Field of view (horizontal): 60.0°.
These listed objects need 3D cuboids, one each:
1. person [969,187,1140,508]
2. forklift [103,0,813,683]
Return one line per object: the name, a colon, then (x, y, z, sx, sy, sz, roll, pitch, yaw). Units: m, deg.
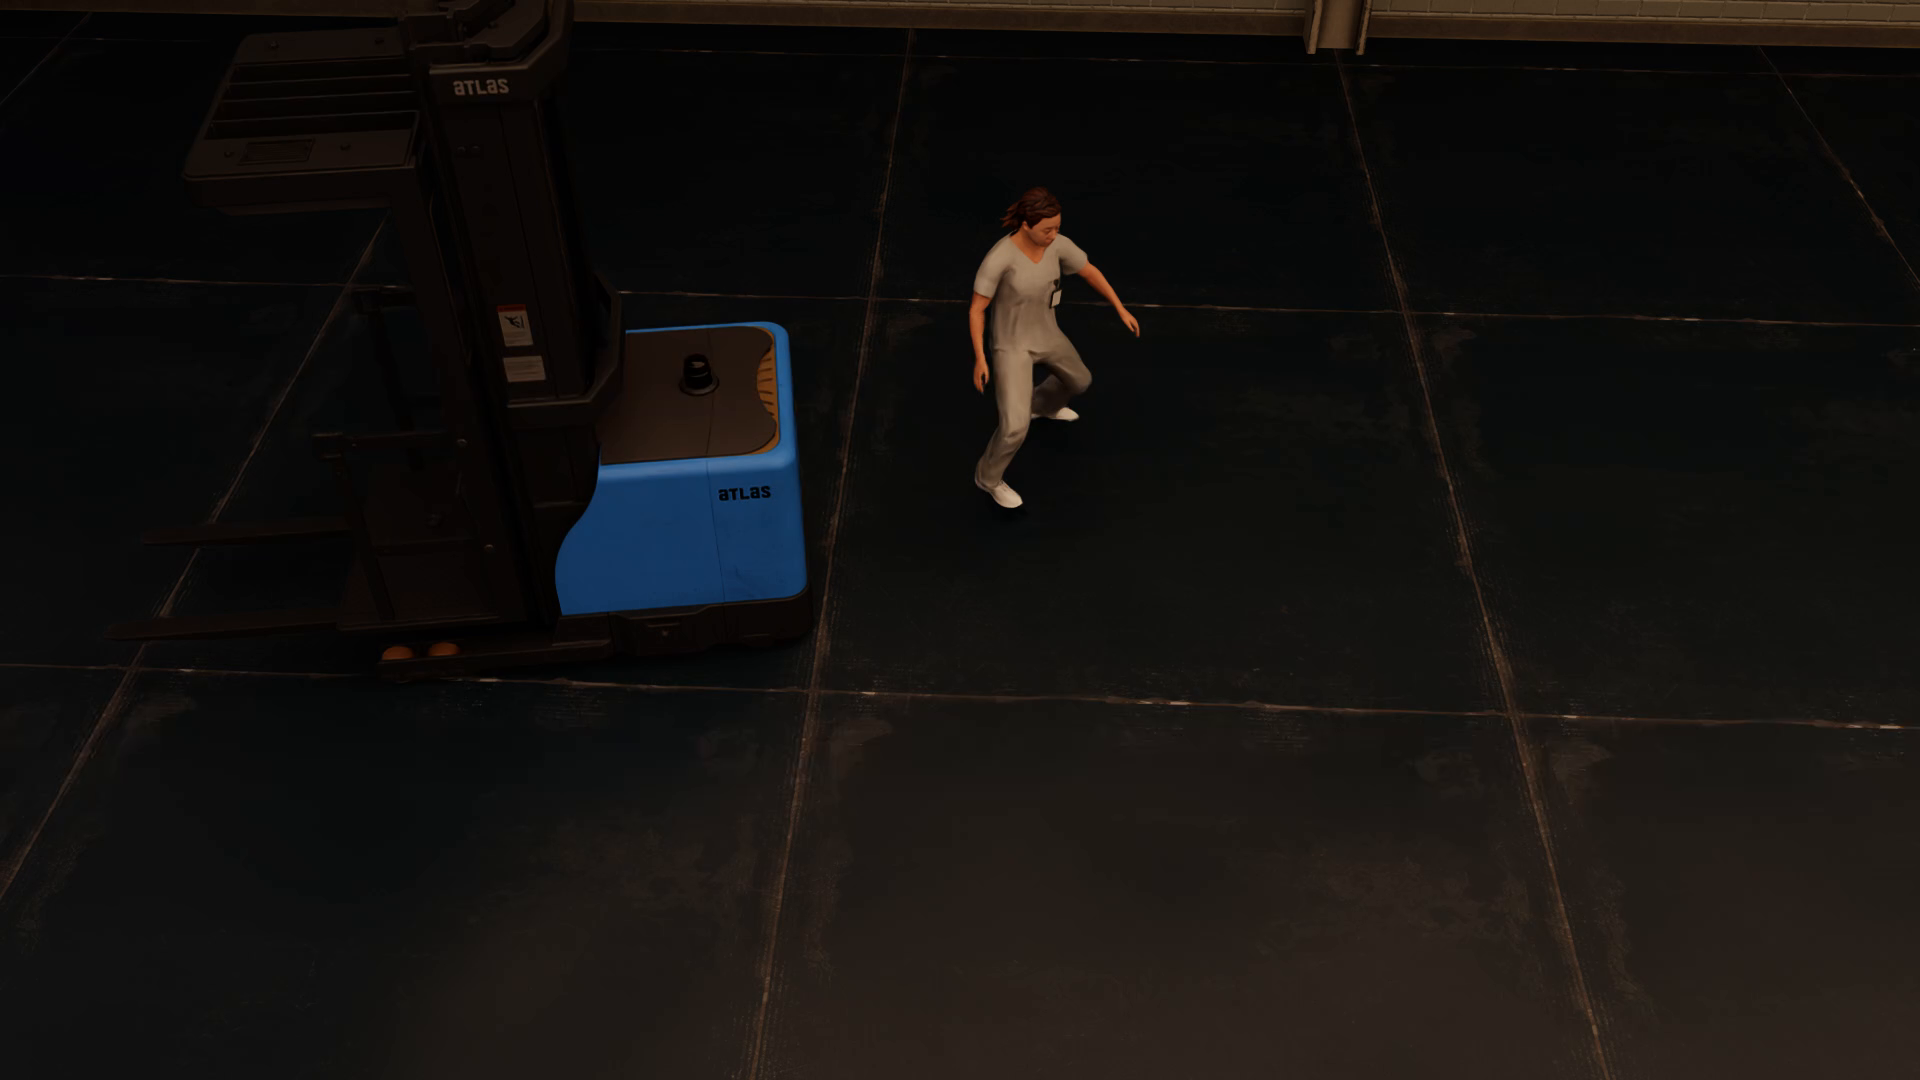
person: (0.368, -0.963, 7.862, 0.870, 1.551, 0.700, -23, 47, -24)
forklift: (-2.207, -0.838, 6.661, 3.031, 2.935, 1.130, -4, 43, -5)
